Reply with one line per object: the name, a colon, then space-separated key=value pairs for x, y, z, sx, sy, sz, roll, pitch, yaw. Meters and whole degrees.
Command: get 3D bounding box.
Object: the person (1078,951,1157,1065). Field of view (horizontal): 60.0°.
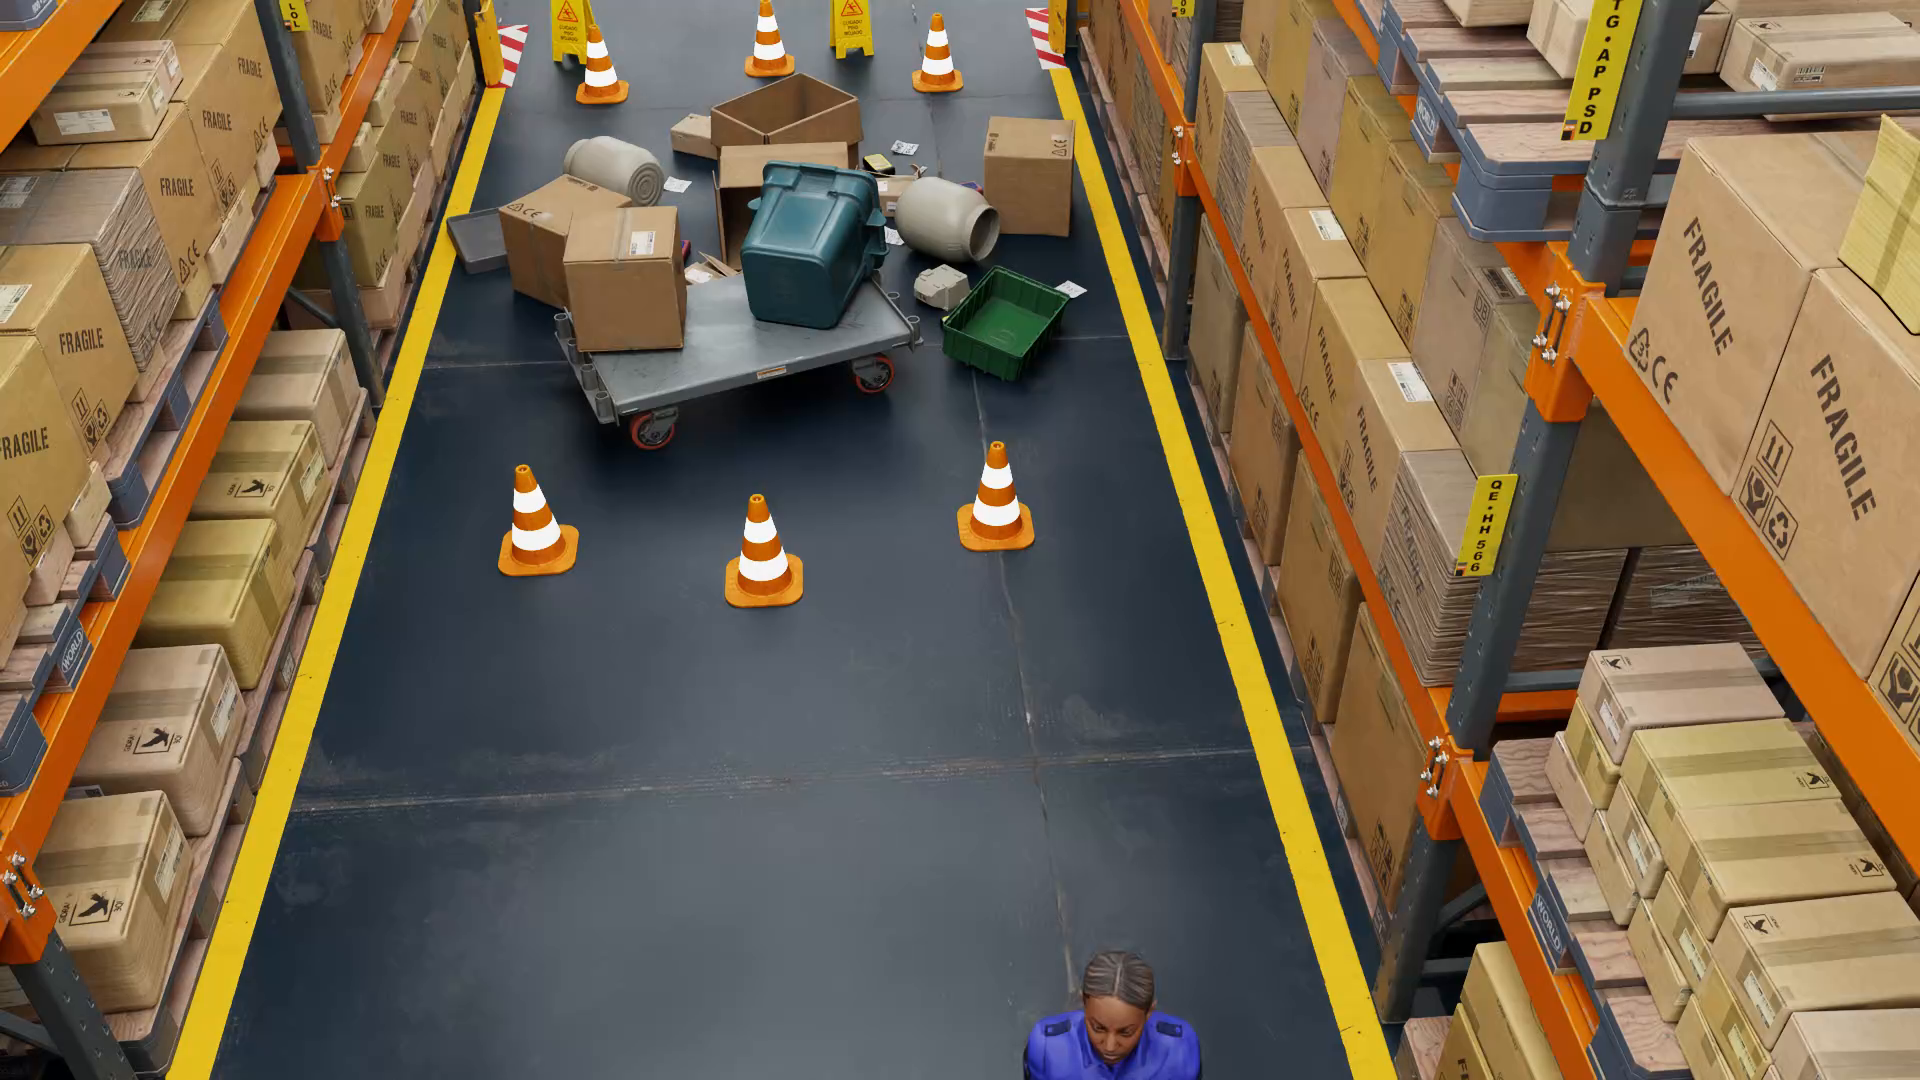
person: x=0.371 y=1.563 z=4.228 sx=0.439 sy=1.623 sz=0.795 roll=-1 pitch=39 yaw=-1
